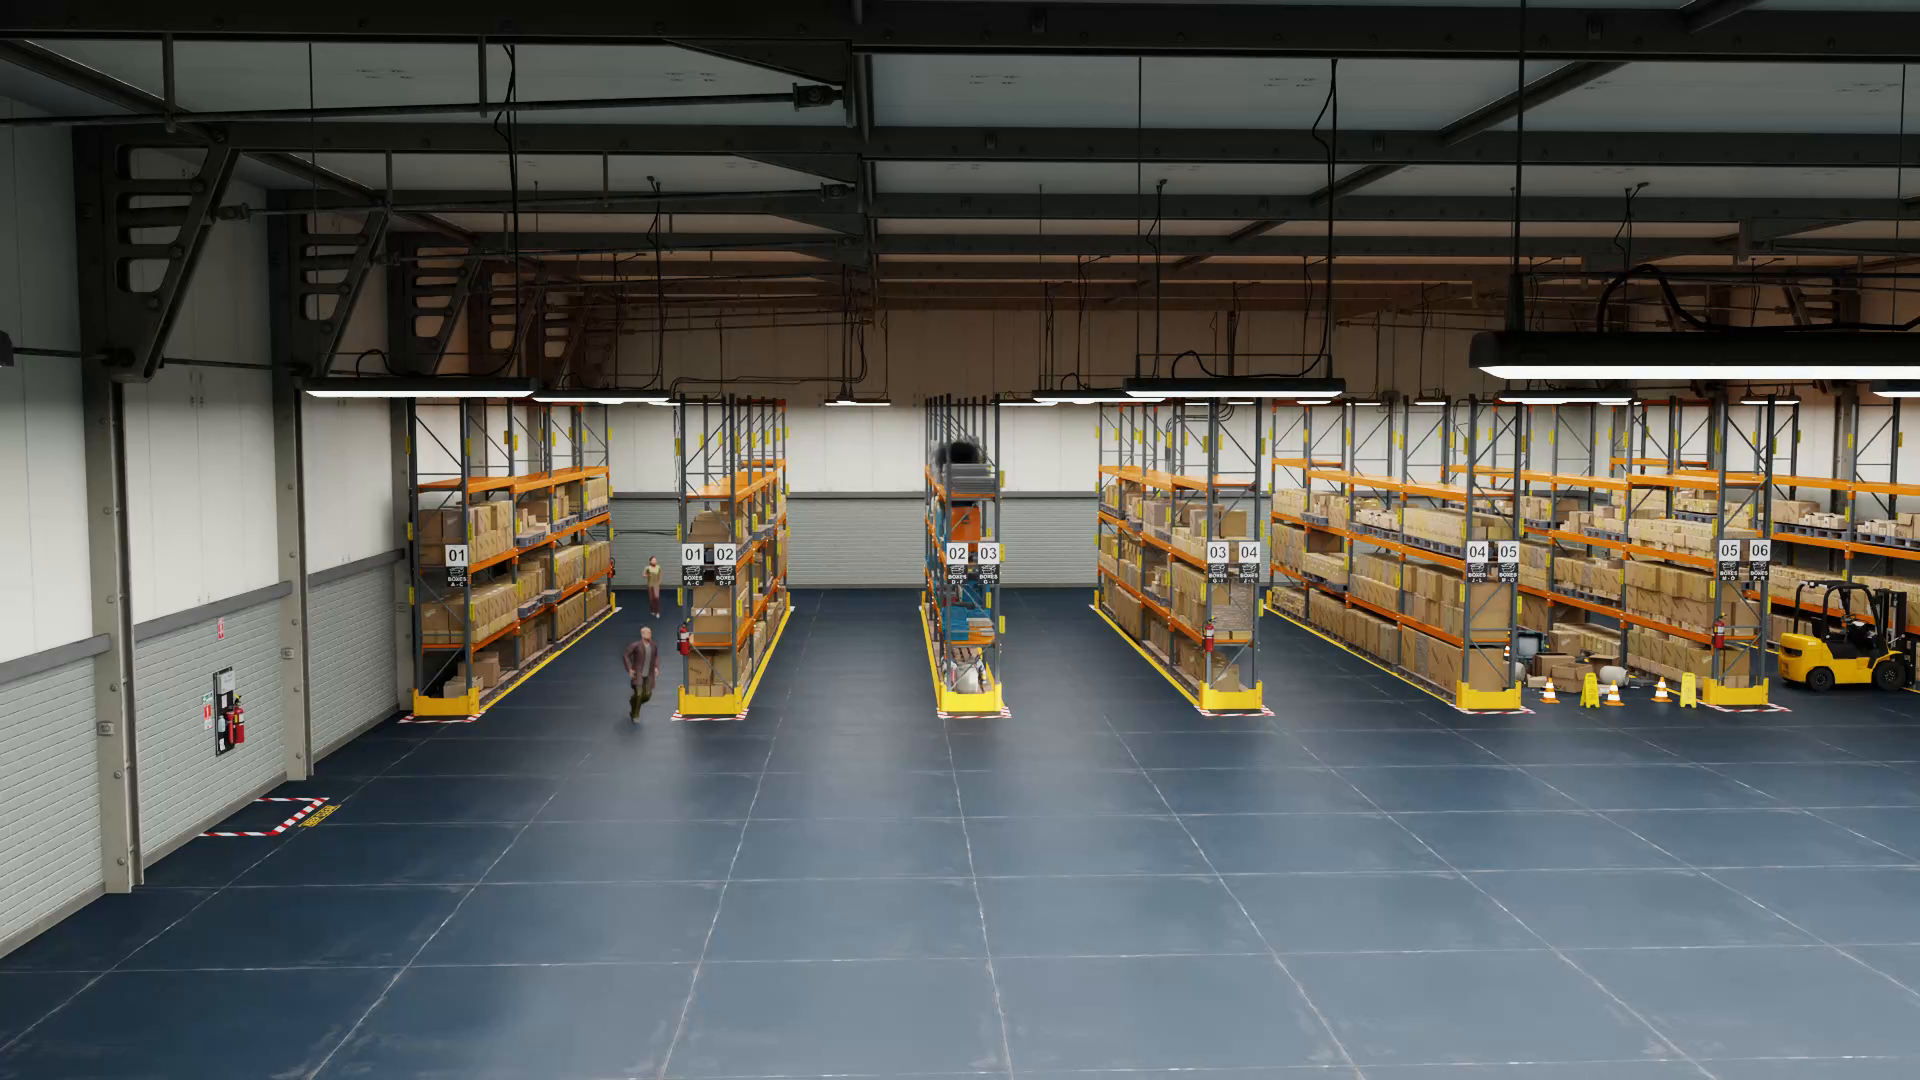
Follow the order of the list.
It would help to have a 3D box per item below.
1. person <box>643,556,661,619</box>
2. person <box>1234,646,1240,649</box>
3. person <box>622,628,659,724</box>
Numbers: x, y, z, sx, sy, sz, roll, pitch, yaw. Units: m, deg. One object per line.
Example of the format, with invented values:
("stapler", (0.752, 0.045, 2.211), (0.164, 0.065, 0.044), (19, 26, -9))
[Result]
("person", (-8.431, 1.302, 45.596), (0.548, 1.728, 0.721), (-1, 5, -18))
("person", (6.599, 1.760, 39.616), (0.694, 1.672, 0.569), (1, 5, 8))
("person", (-5.851, 2.463, 30.553), (0.753, 1.719, 0.661), (-3, 6, -37))
